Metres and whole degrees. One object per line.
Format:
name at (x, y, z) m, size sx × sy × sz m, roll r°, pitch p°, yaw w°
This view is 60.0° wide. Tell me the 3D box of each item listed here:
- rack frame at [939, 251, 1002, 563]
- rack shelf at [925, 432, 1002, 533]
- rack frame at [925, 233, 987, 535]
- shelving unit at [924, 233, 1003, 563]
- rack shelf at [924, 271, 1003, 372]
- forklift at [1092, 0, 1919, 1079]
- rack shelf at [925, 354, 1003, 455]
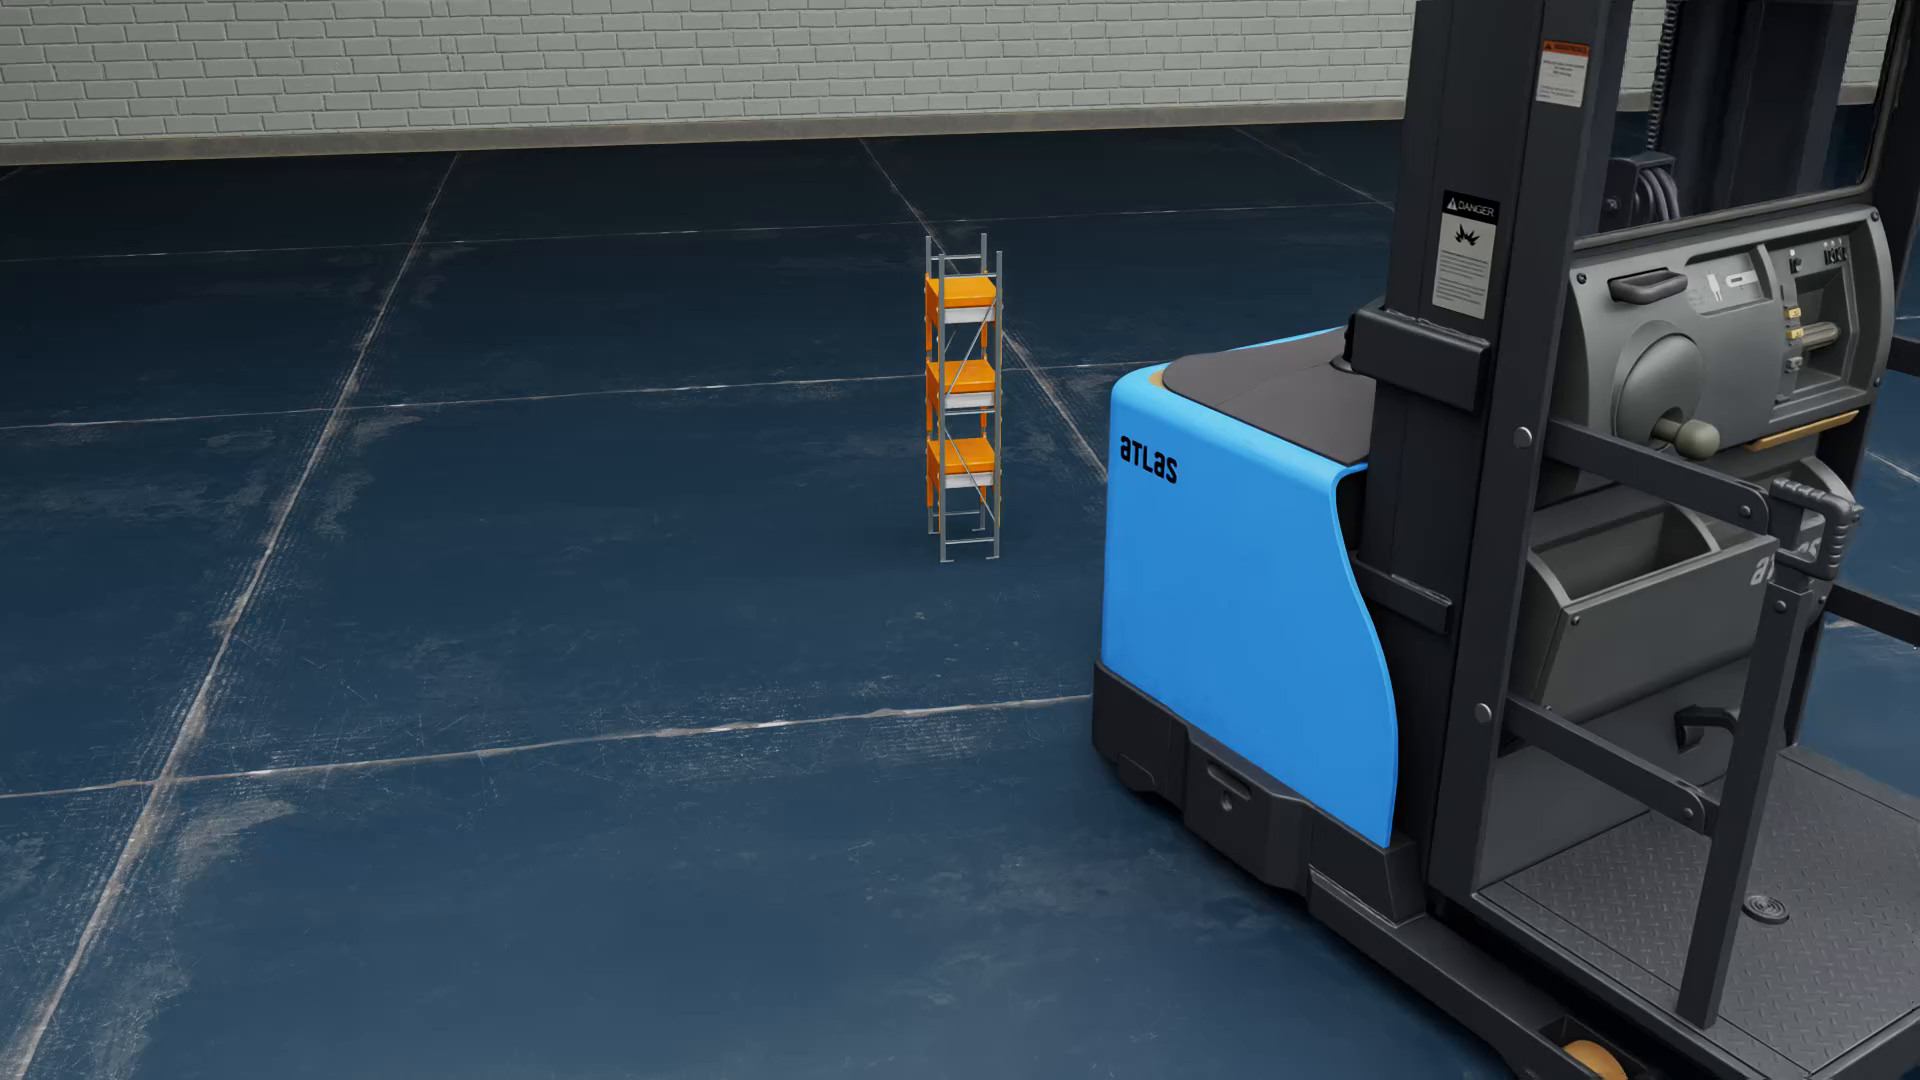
rack frame at (0.032, -0.412, 5.382) m, size 0.200 × 1.050 × 0.008 m, roll -4°, pitch 24°, yaw -10°
rack shelf at (0.010, -0.196, 5.607) m, size 0.215 × 0.259 × 0.240 m, roll -4°, pitch 24°, yaw -10°
rack frame at (-0.013, -0.508, 5.602) m, size 0.200 × 1.050 × 0.008 m, roll -4°, pitch 24°, yaw -10°
shelving unit at (0.010, -0.460, 5.492) m, size 0.215 × 1.050 × 0.252 m, roll -4°, pitch 24°, yaw -10°
rack shelf at (0.010, -0.710, 5.382) m, size 0.215 × 0.259 × 0.240 m, roll -4°, pitch 24°, yaw -10°
forklift at (1.564, -0.367, 2.929) m, size 1.130 × 2.935 × 3.031 m, roll -14°, pitch 27°, yaw -30°
rack shelf at (0.010, -0.450, 5.496) m, size 0.215 × 0.259 × 0.240 m, roll -4°, pitch 24°, yaw -10°
